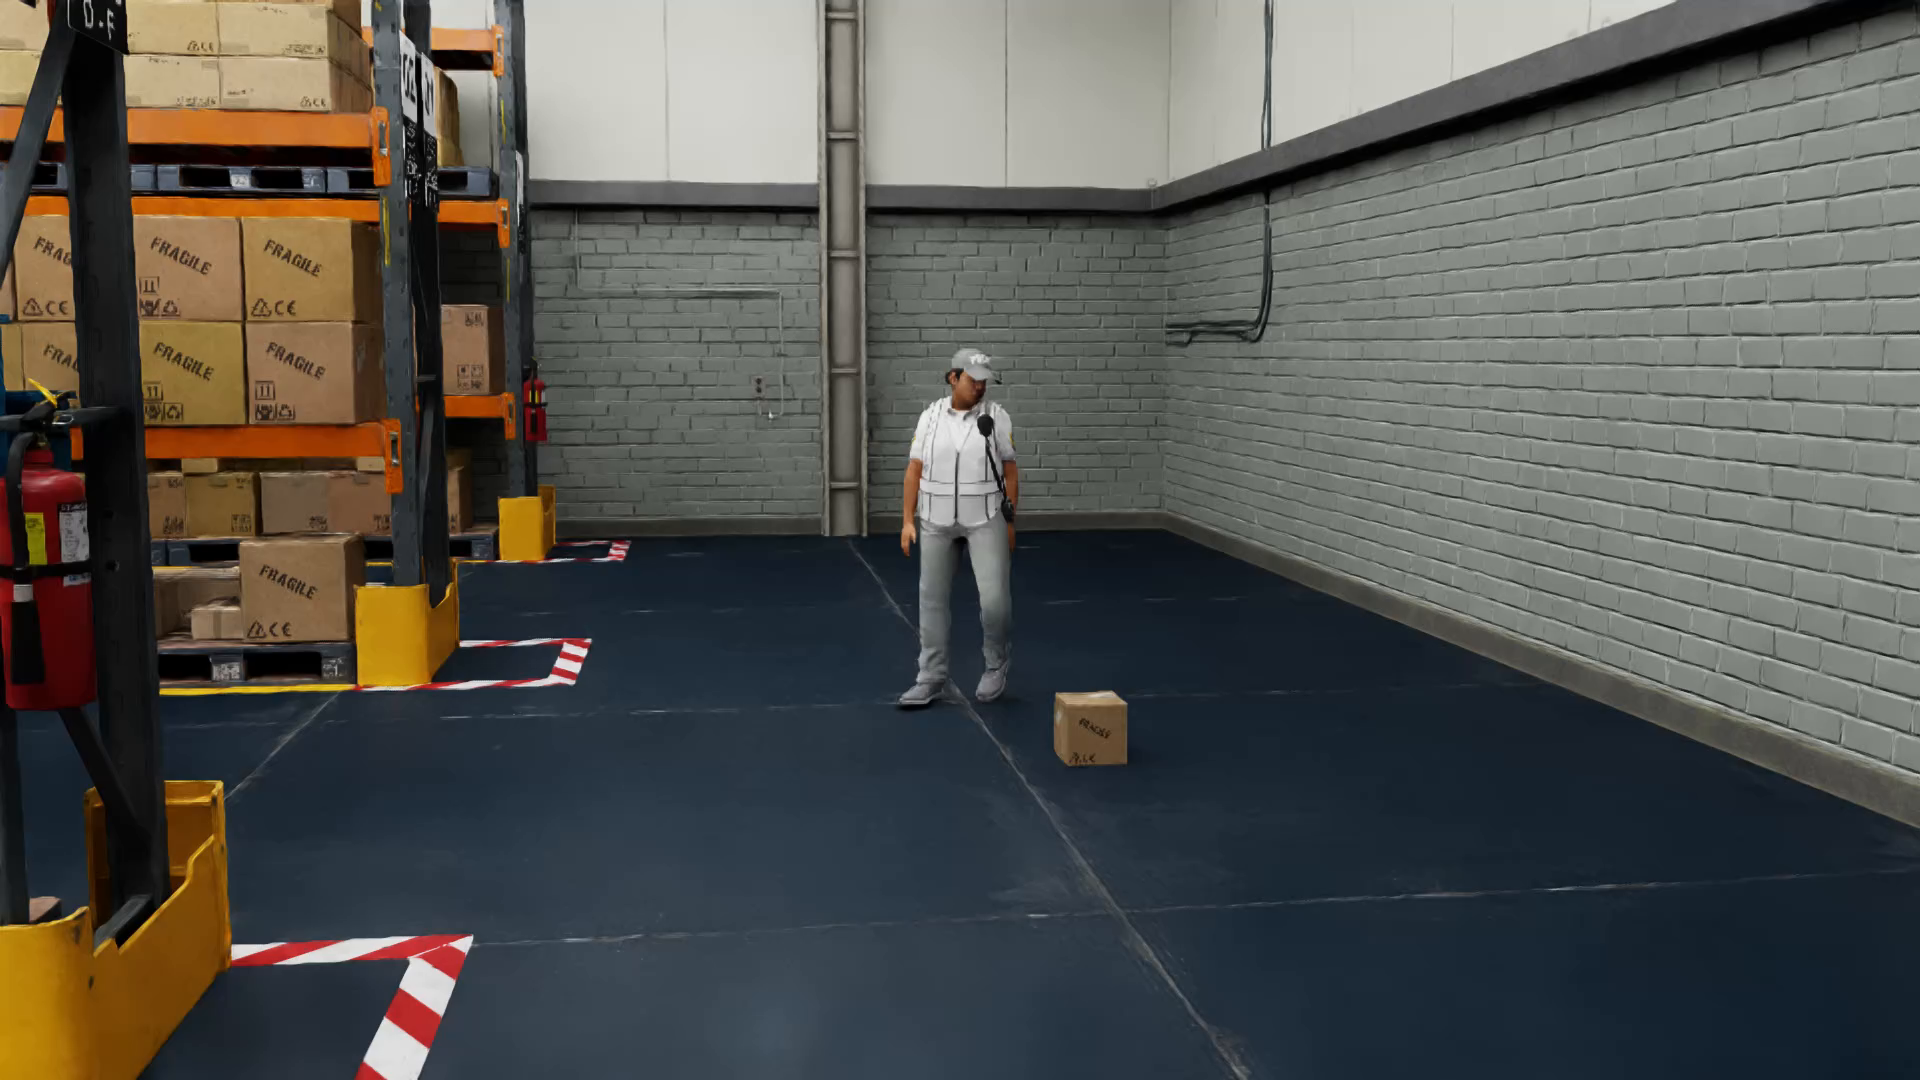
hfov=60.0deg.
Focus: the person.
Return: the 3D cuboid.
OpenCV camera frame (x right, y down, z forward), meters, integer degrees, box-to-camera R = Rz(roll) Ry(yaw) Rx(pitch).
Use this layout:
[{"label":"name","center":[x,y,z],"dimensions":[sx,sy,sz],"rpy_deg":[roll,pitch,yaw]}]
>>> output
[{"label":"person","center":[0.002,-0.066,7.764],"dimensions":[0.531,1.655,0.399],"rpy_deg":[1,7,12]}]
